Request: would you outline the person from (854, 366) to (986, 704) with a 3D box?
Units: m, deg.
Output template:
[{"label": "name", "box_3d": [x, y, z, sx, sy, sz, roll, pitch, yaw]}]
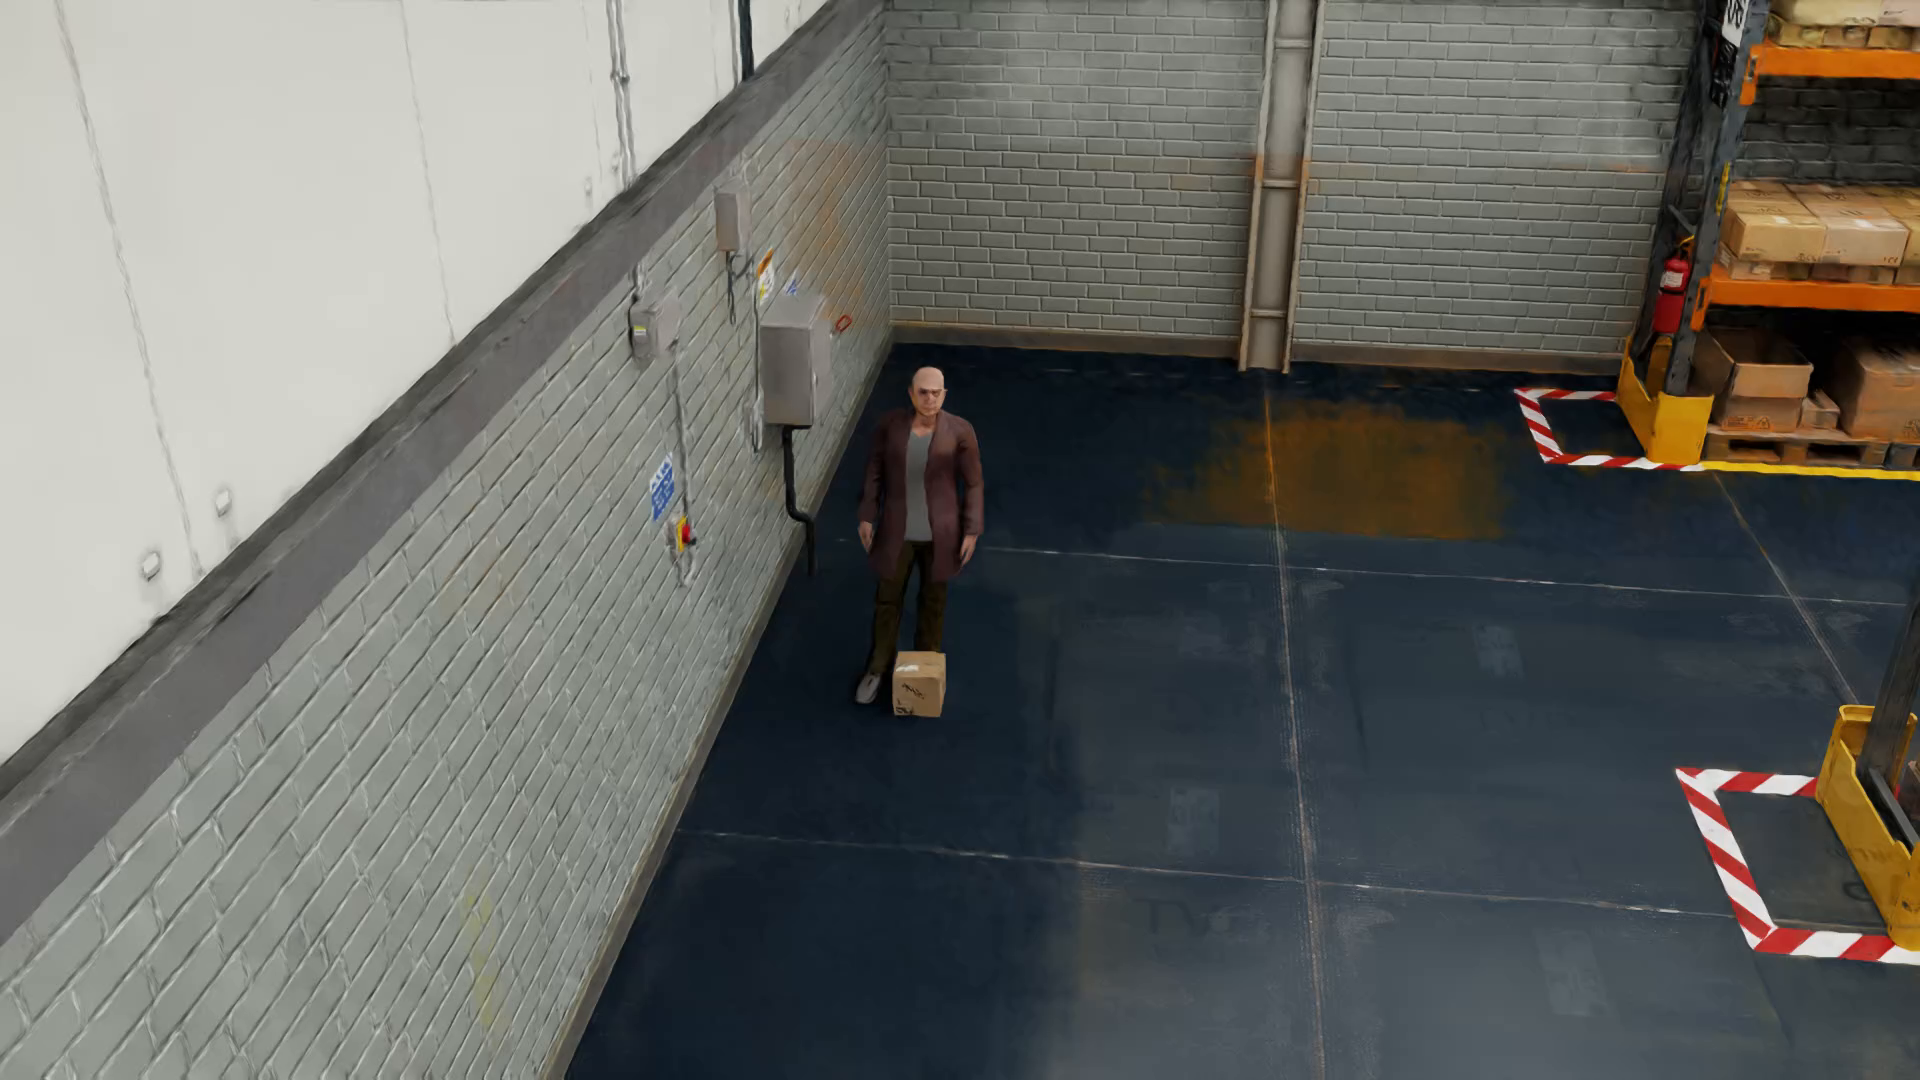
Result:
[{"label": "person", "box_3d": [-0.218, -0.008, 8.635, 0.696, 1.778, 0.579, 3, 28, 6]}]
